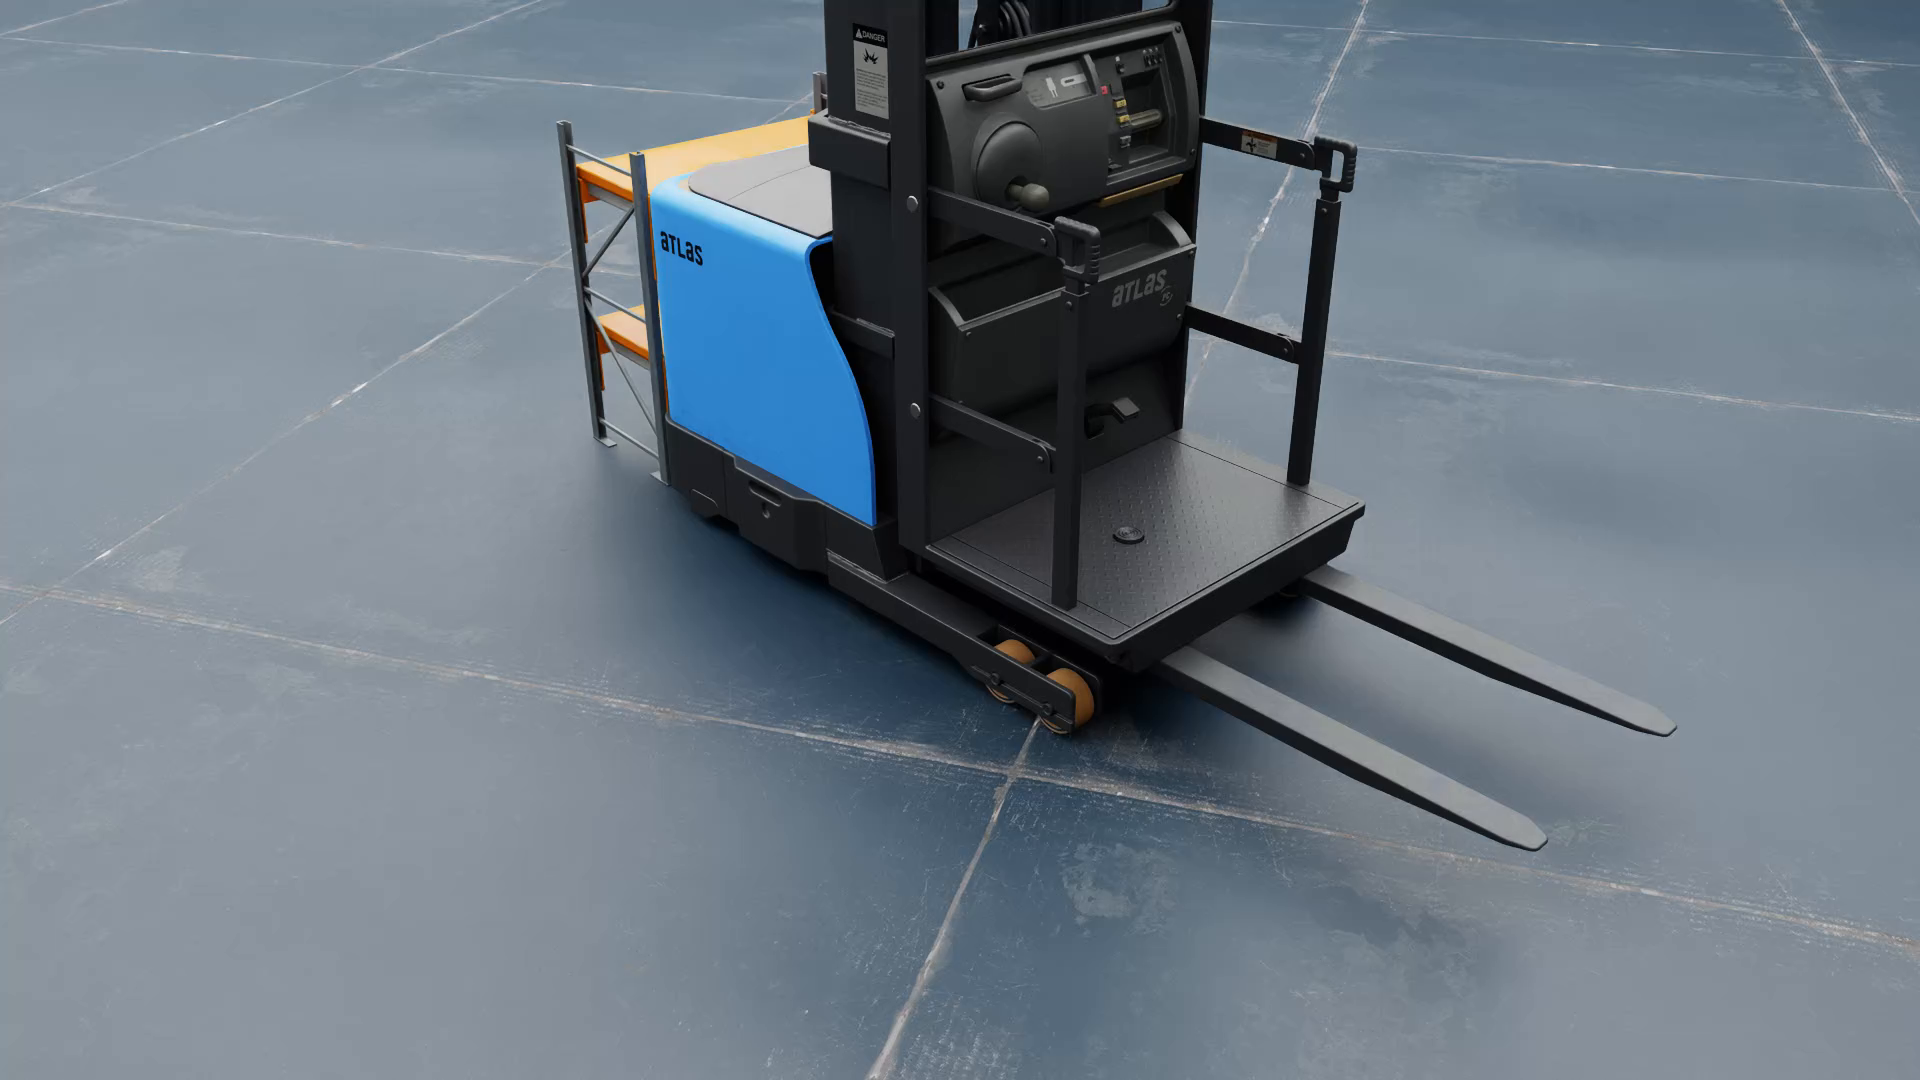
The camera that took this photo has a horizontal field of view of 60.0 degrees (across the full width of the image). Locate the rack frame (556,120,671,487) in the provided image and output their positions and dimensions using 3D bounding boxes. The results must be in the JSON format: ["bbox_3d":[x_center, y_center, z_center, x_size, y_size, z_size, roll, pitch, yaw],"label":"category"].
[{"bbox_3d":[-1.129,-0.768,5.473,0.032,1.125,0.500,-22,36,-34],"label":"rack frame"}]

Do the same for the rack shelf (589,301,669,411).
[{"bbox_3d":[-0.741,-0.714,5.880,1.000,0.278,0.538,-22,36,-34],"label":"rack shelf"}]

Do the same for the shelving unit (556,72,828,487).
[{"bbox_3d":[-0.741,-0.928,5.761,1.048,1.125,0.538,-22,36,-34],"label":"shelving unit"}]

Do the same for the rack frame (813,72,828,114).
[{"bbox_3d":[-0.353,-1.088,6.048,0.032,1.125,0.500,-22,36,-34],"label":"rack frame"}]

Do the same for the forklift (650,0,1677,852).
[{"bbox_3d":[0.436,-1.059,4.139,1.130,2.935,3.031,-25,38,-37],"label":"forklift"}]

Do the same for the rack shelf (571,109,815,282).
[{"bbox_3d":[-0.741,-1.184,5.618,1.000,0.278,0.538,-22,36,-34],"label":"rack shelf"}]
